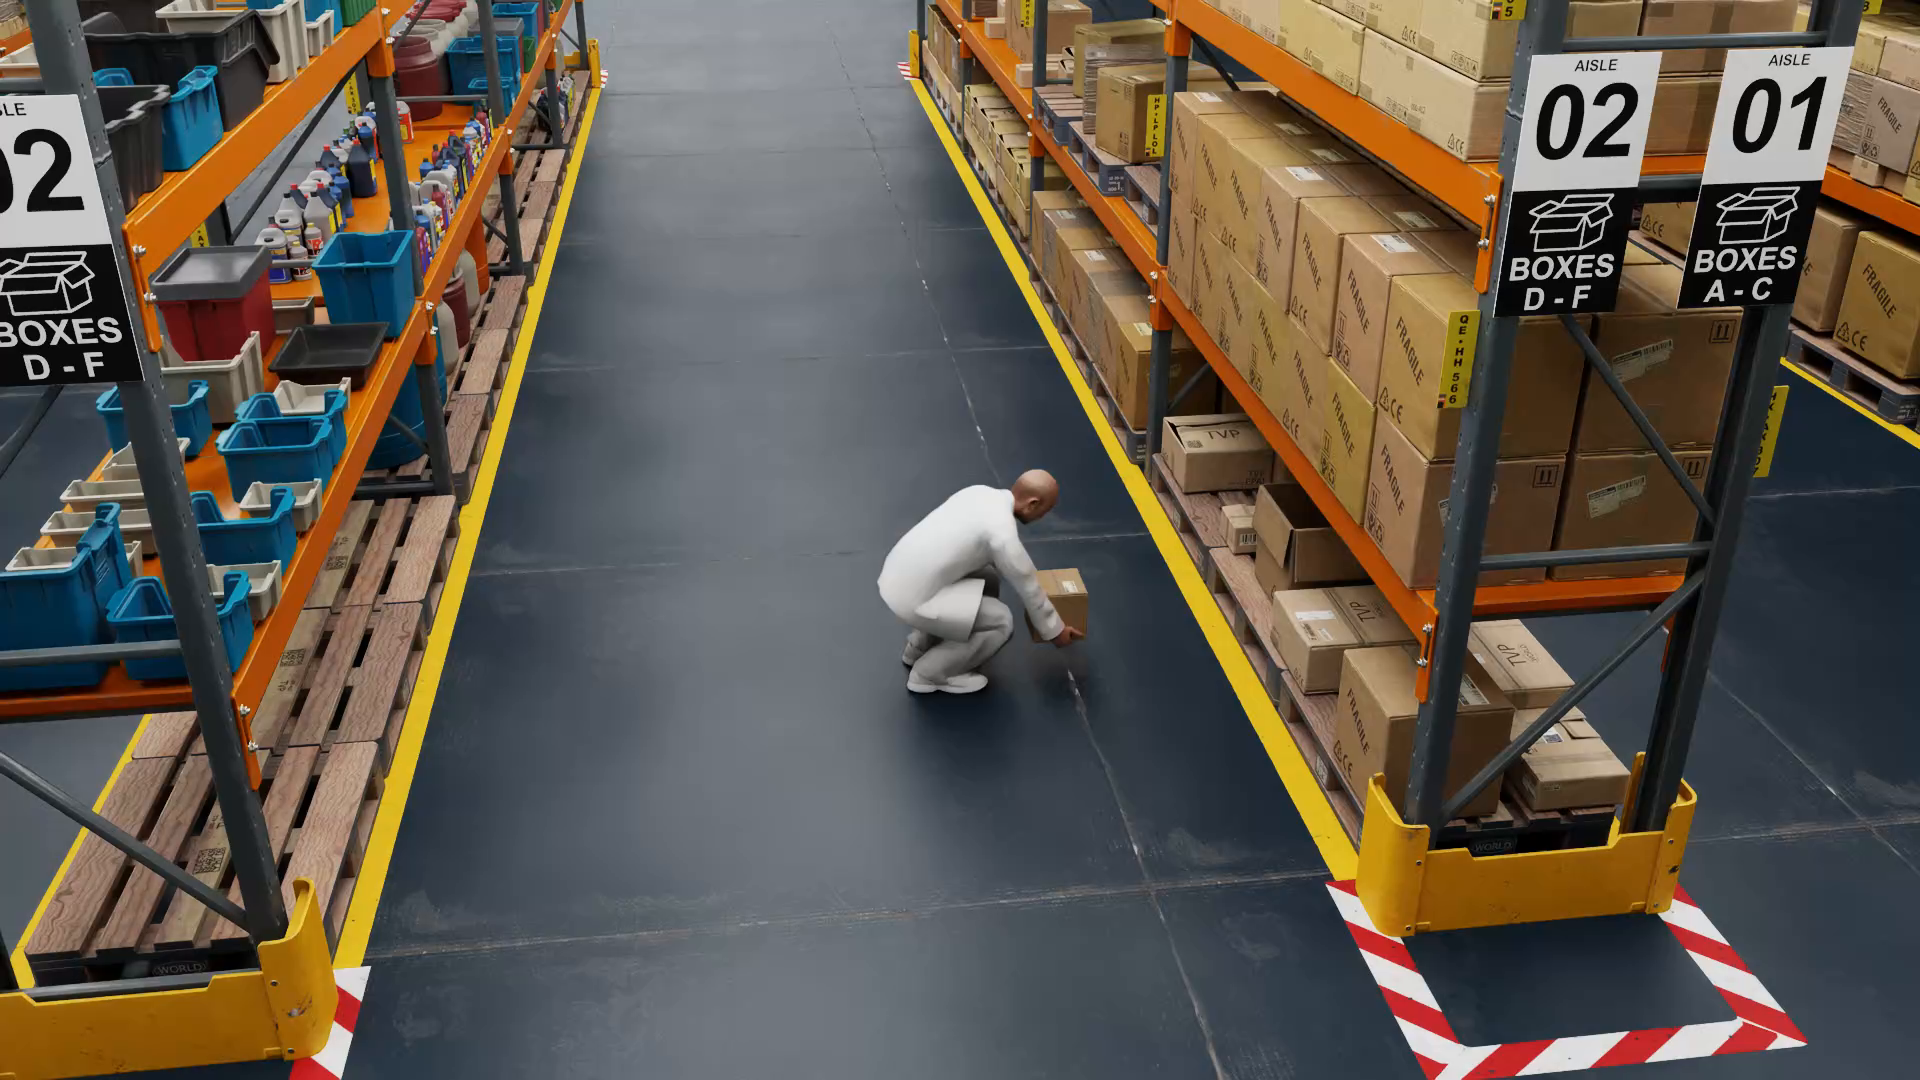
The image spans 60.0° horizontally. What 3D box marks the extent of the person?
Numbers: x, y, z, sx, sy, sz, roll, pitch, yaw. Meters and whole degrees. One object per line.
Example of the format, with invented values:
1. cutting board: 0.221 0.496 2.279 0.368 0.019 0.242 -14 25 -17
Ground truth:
1. person: 0.090 0.176 7.654 0.938 1.000 0.577 -4 27 -8
